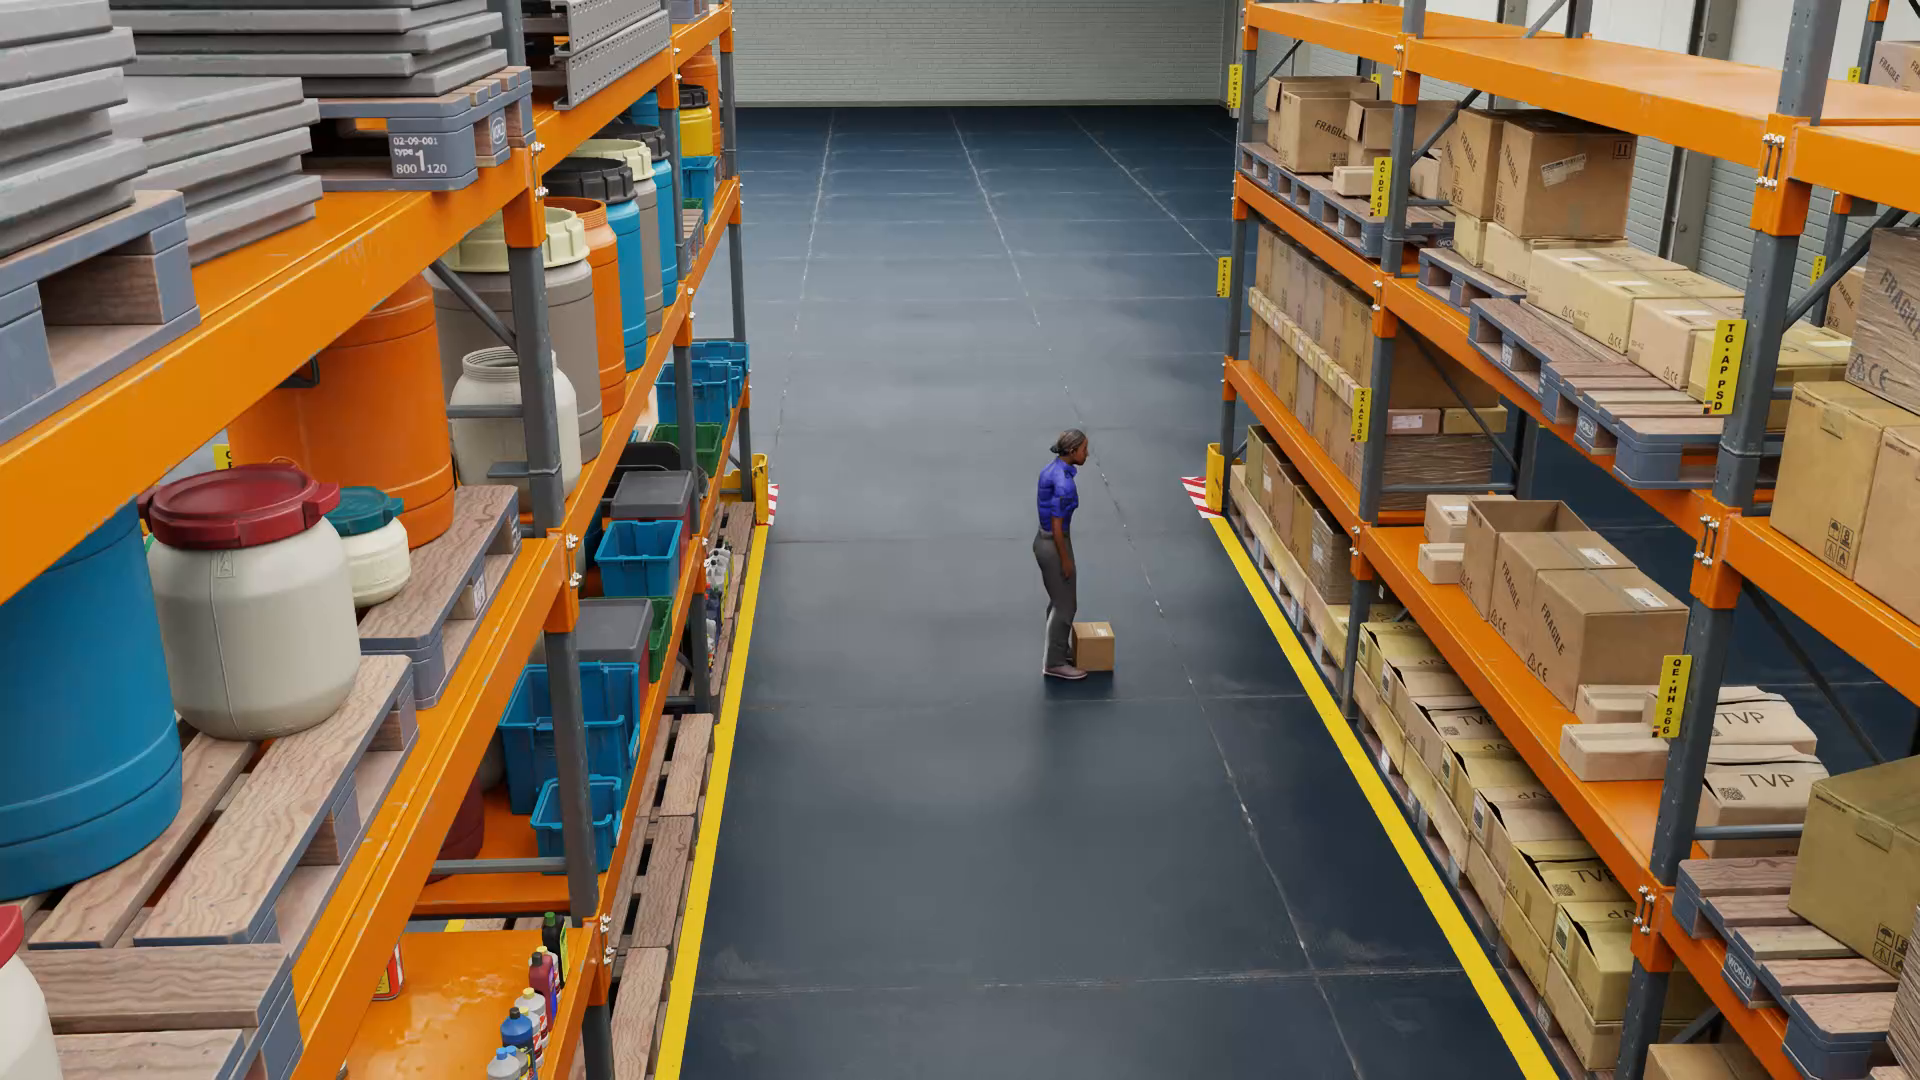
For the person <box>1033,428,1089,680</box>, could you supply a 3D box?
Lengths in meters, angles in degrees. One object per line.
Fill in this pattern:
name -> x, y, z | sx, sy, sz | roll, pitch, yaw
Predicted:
person -> 0.679, 0.068, 10.903 | 0.395, 1.654, 0.503 | -1, 21, -3
